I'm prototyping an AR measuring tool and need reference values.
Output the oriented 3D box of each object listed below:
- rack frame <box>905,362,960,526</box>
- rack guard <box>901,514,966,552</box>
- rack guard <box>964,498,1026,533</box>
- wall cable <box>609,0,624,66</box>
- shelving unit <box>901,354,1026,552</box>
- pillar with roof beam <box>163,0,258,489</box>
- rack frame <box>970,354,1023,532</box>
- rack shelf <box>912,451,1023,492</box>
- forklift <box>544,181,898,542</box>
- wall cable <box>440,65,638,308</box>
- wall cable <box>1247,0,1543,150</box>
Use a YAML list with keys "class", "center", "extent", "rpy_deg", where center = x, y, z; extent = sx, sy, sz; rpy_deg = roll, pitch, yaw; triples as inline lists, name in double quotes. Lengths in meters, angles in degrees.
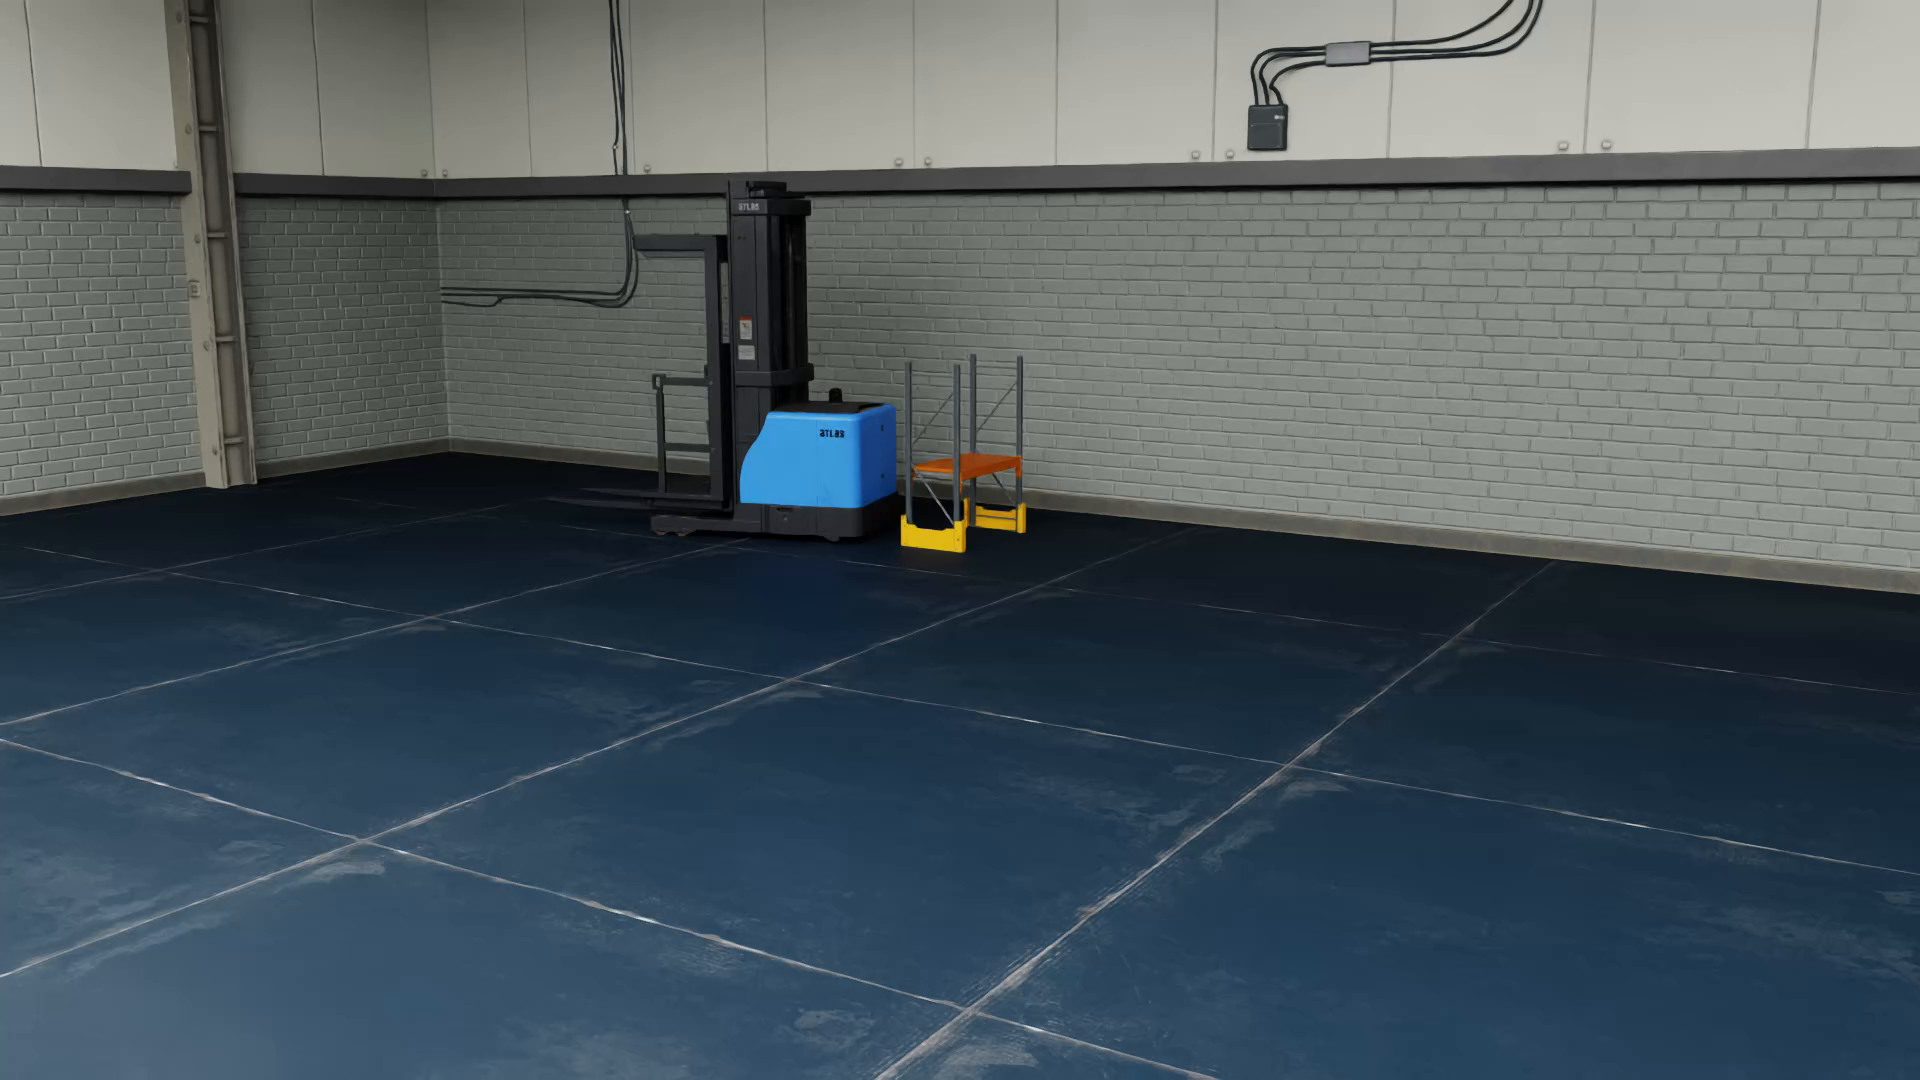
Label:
- class: "rack frame"
  center: [-0.220, -0.671, 13.375]
  extent: [0.500, 1.500, 0.032]
  rpy_deg: [6, 12, 31]
- class: "rack guard"
  center: [-0.219, -0.057, 13.491]
  extent: [0.587, 0.250, 0.087]
  rpy_deg: [6, 12, 31]
- class: "rack guard"
  center: [0.298, -0.213, 14.328]
  extent: [0.587, 0.250, 0.087]
  rpy_deg: [6, 12, 31]
- class: "wall cable"
  center: [-2.413, -6.016, 16.262]
  extent: [3.097, 2.526, 0.112]
  rpy_deg: [6, 12, 31]
- class: "shelving unit"
  center: [0.040, -0.749, 13.795]
  extent: [0.587, 1.500, 1.083]
  rpy_deg: [6, 12, 31]
- class: "pillar with roof beam"
  center: [-3.706, -4.570, 13.825]
  extent: [9.100, 9.000, 0.400]
  rpy_deg: [6, 12, 31]
- class: "rack frame"
  center: [0.308, -0.831, 14.229]
  extent: [0.500, 1.500, 0.032]
  rpy_deg: [6, 12, 31]
- class: "rack shelf"
  center: [0.044, -0.574, 13.835]
  extent: [0.538, 0.185, 1.000]
  rpy_deg: [6, 12, 31]
- class: "forklift"
  center: [-2.111, -1.561, 14.241]
  extent: [3.031, 2.935, 1.130]
  rpy_deg: [3, 11, 17]
- class: "wall cable"
  center: [-4.726, -3.792, 18.107]
  extent: [3.097, 2.526, 0.112]
  rpy_deg: [6, 12, 31]
- class: "wall cable"
  center: [3.380, -6.080, 12.651]
  extent: [2.305, 6.003, 0.169]
  rpy_deg: [6, 12, 31]
